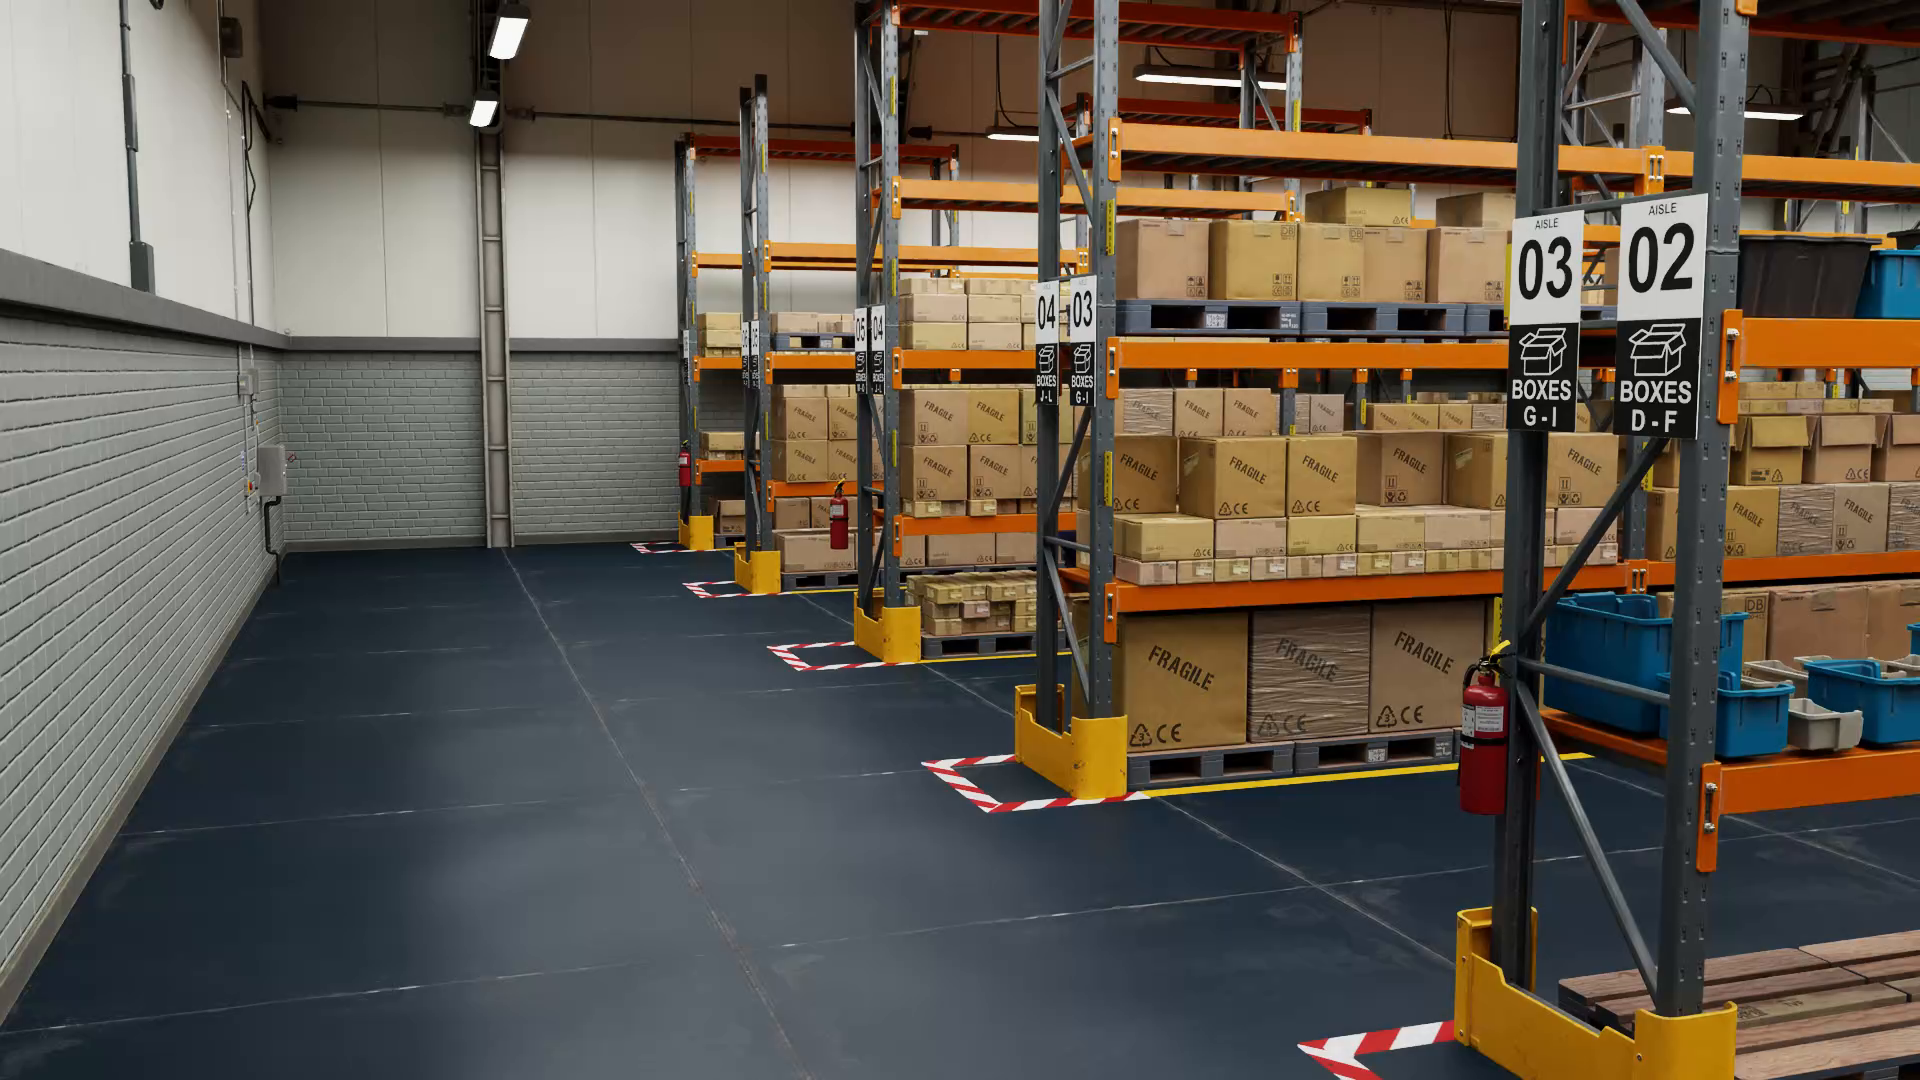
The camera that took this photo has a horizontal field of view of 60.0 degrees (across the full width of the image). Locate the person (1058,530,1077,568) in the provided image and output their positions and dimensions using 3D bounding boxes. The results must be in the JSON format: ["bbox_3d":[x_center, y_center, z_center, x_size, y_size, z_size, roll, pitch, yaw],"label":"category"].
[{"bbox_3d":[1.473,0.028,18.806,0.783,1.381,0.443,-2,6,-20],"label":"person"}]
